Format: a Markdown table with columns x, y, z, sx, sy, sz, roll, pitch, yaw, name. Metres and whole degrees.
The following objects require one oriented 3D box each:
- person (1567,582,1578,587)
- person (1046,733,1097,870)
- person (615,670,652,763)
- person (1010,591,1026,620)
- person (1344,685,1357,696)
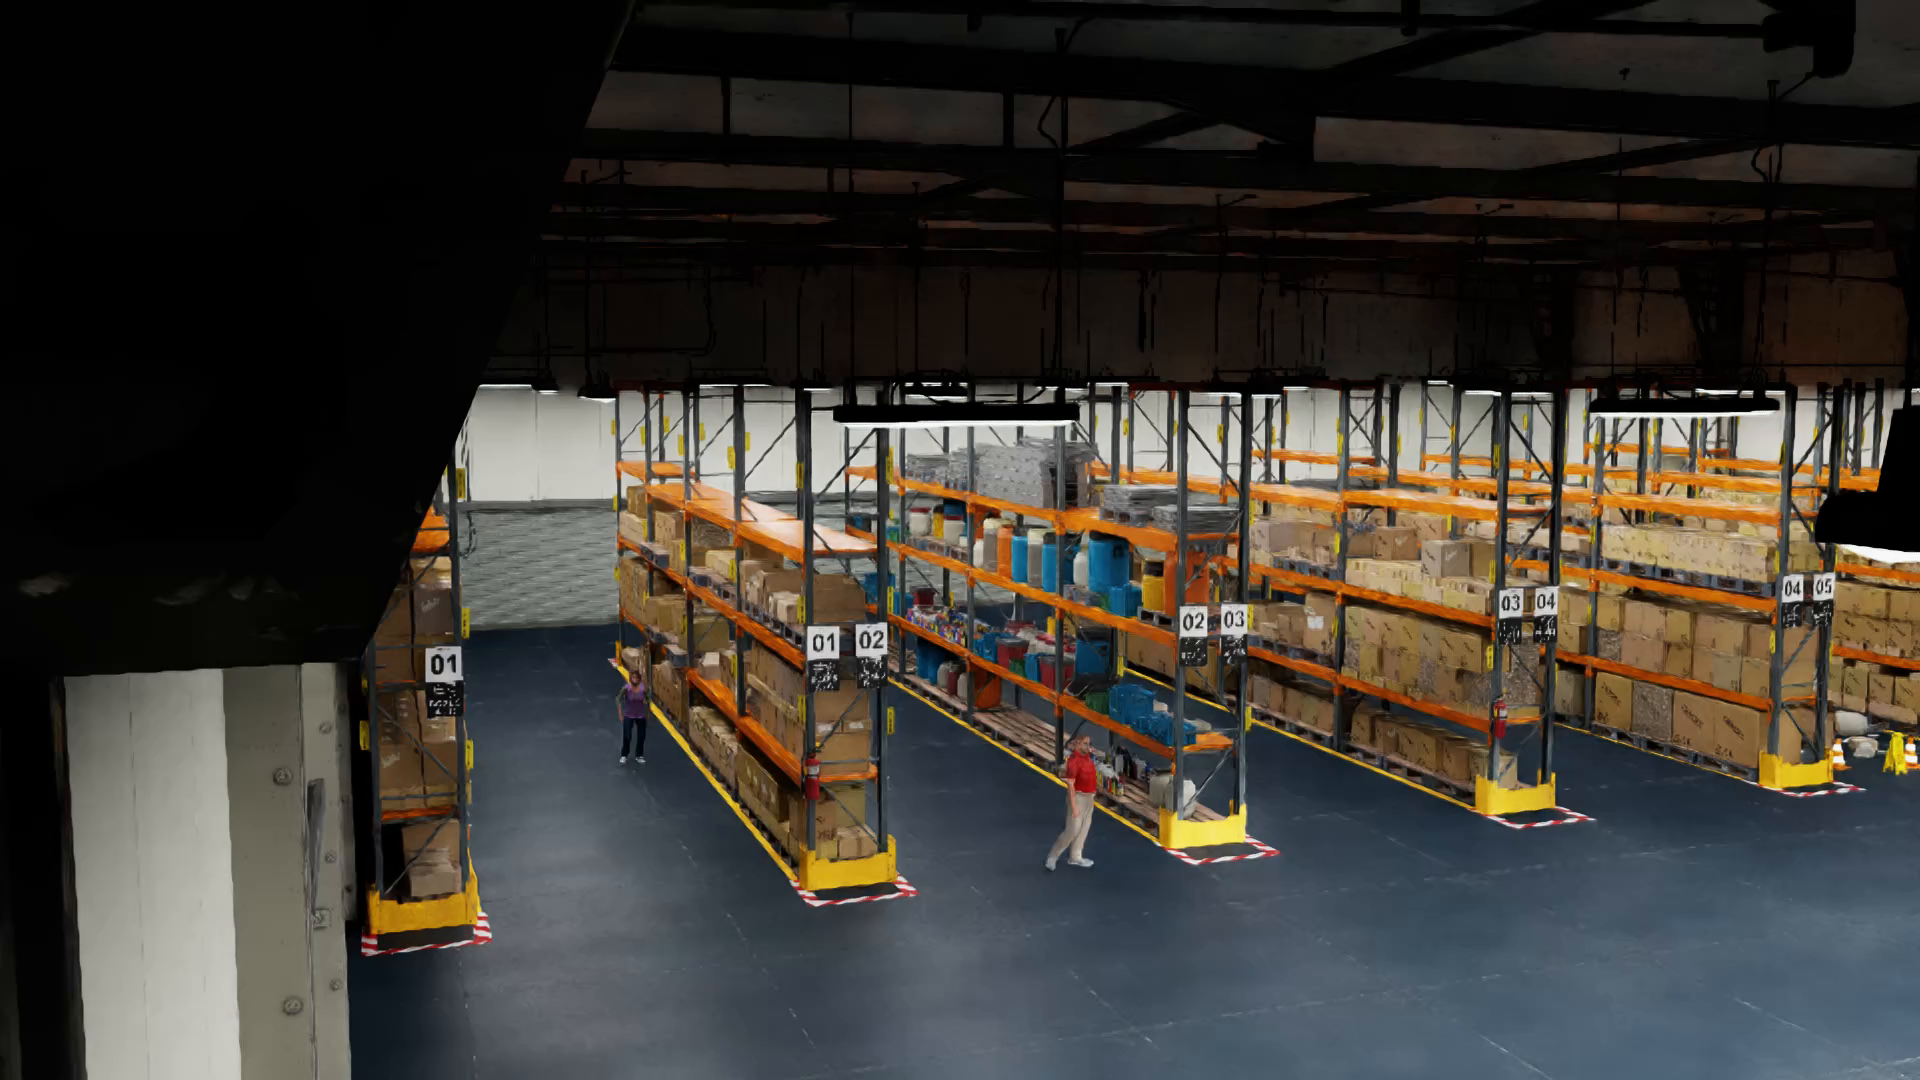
| x | y | z | sx | sy | sz | roll | pitch | yaw | name |
| --- | --- | --- | --- | --- | --- | --- | --- | --- | --- |
| 12.795 | 1.751 | 34.901 | 0.591 | 1.763 | 0.685 | 0 | 6 | 3 | person |
| 1.402 | 3.277 | 20.851 | 0.547 | 1.718 | 0.729 | 3 | 7 | 29 | person |
| -5.165 | 2.791 | 26.334 | 0.566 | 1.541 | 0.519 | -2 | 6 | -21 | person |
| 1.368 | 1.380 | 39.135 | 0.512 | 1.666 | 0.567 | -1 | 6 | -13 | person |
| 7.130 | 2.316 | 30.534 | 0.559 | 1.717 | 0.384 | 5 | 8 | 42 | person |
